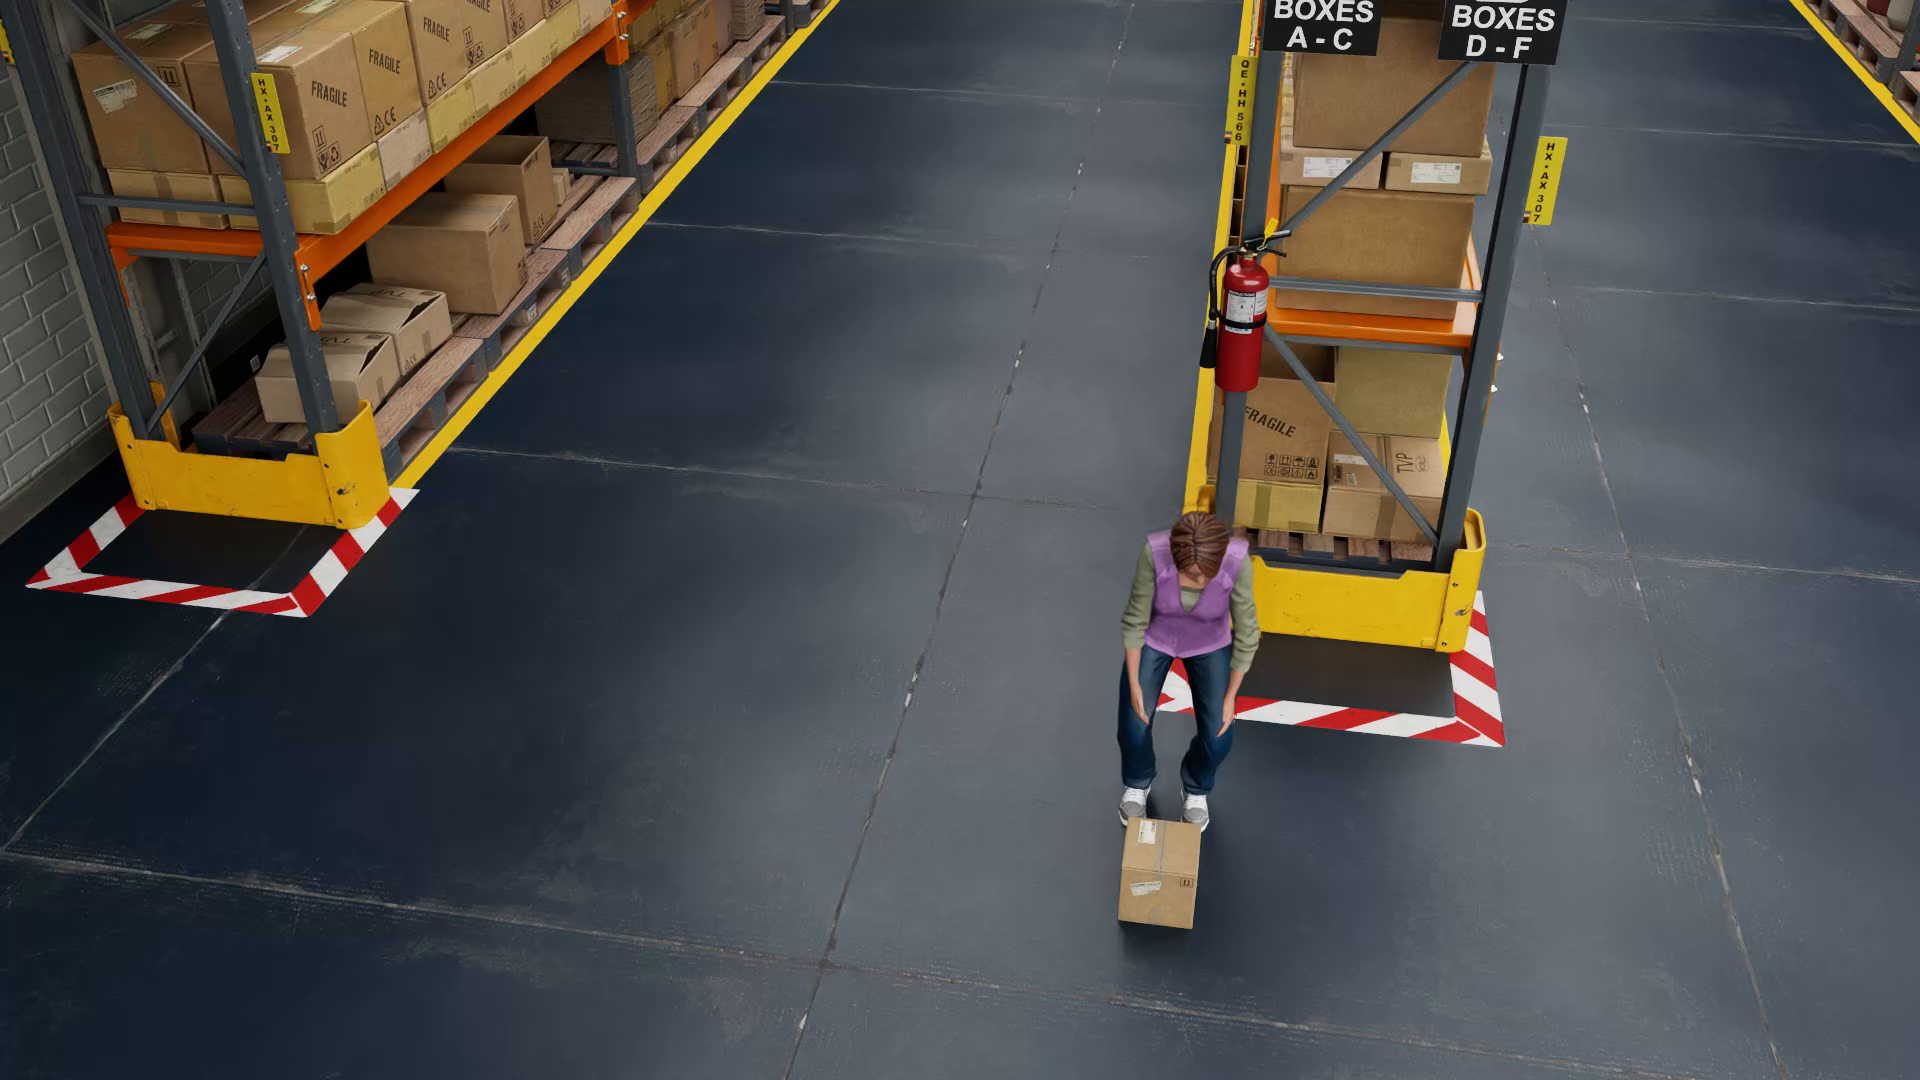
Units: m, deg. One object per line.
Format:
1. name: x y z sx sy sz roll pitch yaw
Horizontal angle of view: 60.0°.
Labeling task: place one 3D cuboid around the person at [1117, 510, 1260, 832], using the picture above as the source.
1. person: 0.770 0.419 5.689 0.443 1.400 0.581 6 33 9
